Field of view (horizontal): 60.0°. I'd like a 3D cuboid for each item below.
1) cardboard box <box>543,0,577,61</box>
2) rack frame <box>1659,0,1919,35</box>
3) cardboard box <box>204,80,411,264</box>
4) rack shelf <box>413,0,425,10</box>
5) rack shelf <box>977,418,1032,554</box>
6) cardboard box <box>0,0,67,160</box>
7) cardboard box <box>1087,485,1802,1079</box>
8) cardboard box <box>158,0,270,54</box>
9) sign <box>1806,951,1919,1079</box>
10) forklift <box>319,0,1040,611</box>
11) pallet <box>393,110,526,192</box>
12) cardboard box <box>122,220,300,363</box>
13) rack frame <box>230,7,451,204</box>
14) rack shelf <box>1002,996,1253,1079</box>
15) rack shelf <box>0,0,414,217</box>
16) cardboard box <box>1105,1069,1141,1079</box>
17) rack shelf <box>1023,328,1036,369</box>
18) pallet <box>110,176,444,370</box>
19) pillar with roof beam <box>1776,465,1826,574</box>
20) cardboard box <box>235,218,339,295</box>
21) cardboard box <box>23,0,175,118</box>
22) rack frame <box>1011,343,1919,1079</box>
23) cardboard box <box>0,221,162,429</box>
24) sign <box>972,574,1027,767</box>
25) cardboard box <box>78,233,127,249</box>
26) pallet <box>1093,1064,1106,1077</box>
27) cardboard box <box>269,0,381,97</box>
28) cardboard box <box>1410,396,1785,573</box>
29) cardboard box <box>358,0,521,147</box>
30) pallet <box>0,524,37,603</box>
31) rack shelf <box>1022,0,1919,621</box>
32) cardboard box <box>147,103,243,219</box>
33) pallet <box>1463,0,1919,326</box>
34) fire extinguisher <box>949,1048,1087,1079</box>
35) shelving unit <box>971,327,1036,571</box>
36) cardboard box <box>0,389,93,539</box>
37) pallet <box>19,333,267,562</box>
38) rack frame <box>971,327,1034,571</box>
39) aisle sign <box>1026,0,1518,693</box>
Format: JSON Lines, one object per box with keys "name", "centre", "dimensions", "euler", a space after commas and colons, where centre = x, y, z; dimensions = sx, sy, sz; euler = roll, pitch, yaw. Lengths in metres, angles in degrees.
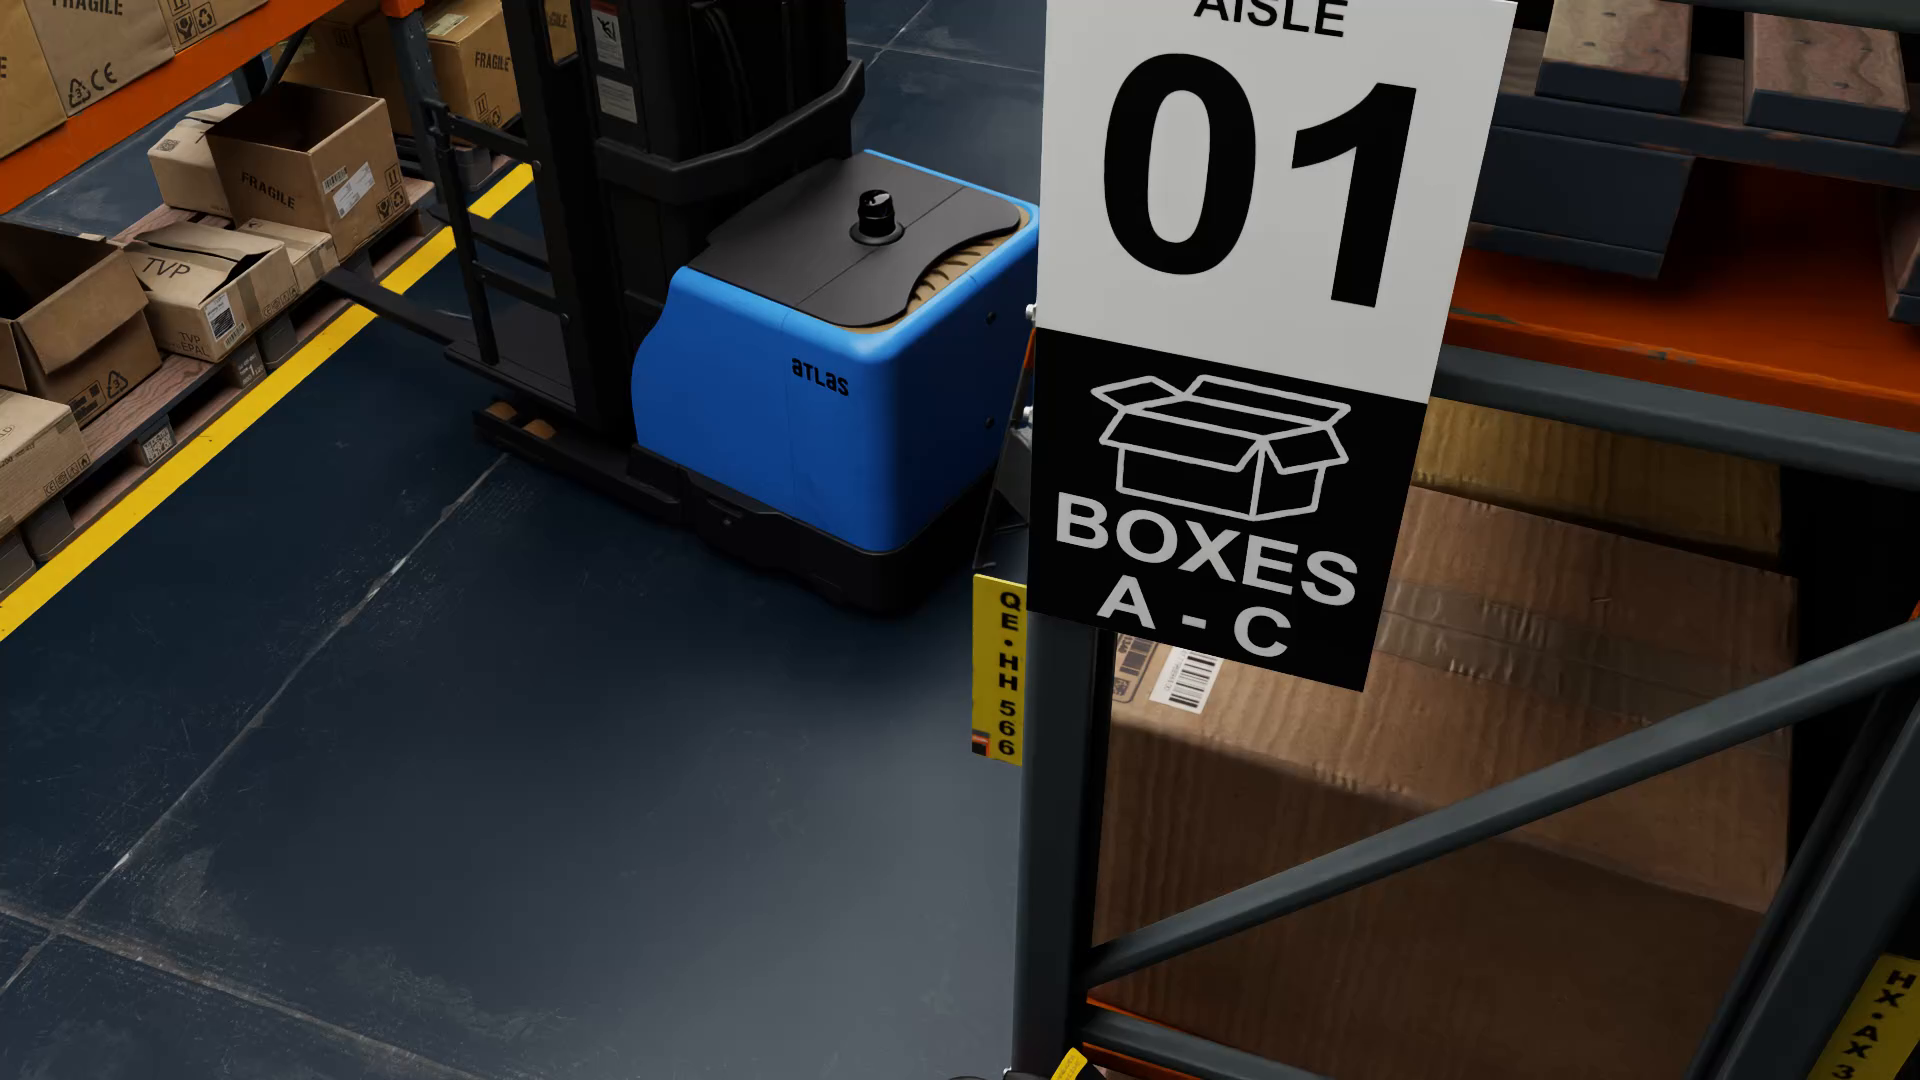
{"name": "cardboard box", "centre": [-2.153, -2.485, 7.939], "dimensions": [0.500, 0.500, 0.500], "euler": [14, 42, 16]}
{"name": "rack frame", "centre": [0.569, -1.446, 0.511], "dimensions": [1.000, 3.000, 0.127], "euler": [13, 42, 15]}
{"name": "cardboard box", "centre": [-2.648, -1.506, 6.791], "dimensions": [0.500, 0.500, 0.500], "euler": [13, 42, 15]}
{"name": "rack shelf", "centre": [-2.036, -3.646, 8.267], "dimensions": [1.077, 0.370, 4.000], "euler": [13, 42, 15]}
{"name": "rack shelf", "centre": [0.397, -0.061, 5.231], "dimensions": [0.431, 0.518, 0.480], "euler": [-10, 41, -31]}
{"name": "cardboard box", "centre": [-3.169, -1.436, 5.046], "dimensions": [0.500, 0.500, 0.500], "euler": [14, 42, 16]}
{"name": "cardboard box", "centre": [0.734, 0.409, 2.728], "dimensions": [0.980, 0.700, 0.700], "euler": [15, 43, 17]}
{"name": "cardboard box", "centre": [-2.824, -2.062, 5.778], "dimensions": [0.500, 0.500, 0.500], "euler": [14, 43, 16]}
{"name": "sign", "centre": [1.089, 0.604, 2.003], "dimensions": [0.100, 0.325, 0.005], "euler": [13, 42, 15]}
{"name": "forklift", "centre": [-1.176, -1.643, 5.417], "dimensions": [3.031, 2.935, 1.130], "euler": [24, 46, 26]}
{"name": "pallet", "centre": [-2.477, -2.144, 8.100], "dimensions": [1.003, 0.211, 1.213], "euler": [13, 42, 15]}
{"name": "cardboard box", "centre": [-2.904, -0.977, 6.316], "dimensions": [0.500, 0.311, 0.500], "euler": [13, 42, 15]}
{"name": "rack frame", "centre": [-2.719, -2.700, 6.604], "dimensions": [1.000, 3.000, 0.127], "euler": [13, 42, 15]}
{"name": "rack shelf", "centre": [1.253, -0.109, 4.121], "dimensions": [1.077, 0.370, 4.000], "euler": [13, 42, 15]}
{"name": "rack shelf", "centre": [-3.403, -1.207, 5.407], "dimensions": [1.077, 0.370, 4.000], "euler": [13, 42, 15]}
{"name": "cardboard box", "centre": [0.714, 1.179, 3.660], "dimensions": [0.700, 0.500, 0.500], "euler": [13, 42, 15]}
{"name": "rack shelf", "centre": [0.532, -0.623, 4.836], "dimensions": [0.431, 0.518, 0.480], "euler": [-10, 41, -31]}
{"name": "pallet", "centre": [-2.955, -1.221, 7.018], "dimensions": [1.003, 0.211, 1.213], "euler": [13, 42, 15]}
{"name": "pillar with roof beam", "centre": [-1.535, -4.222, 3.765], "dimensions": [9.100, 9.000, 0.400], "euler": [13, 42, 15]}
{"name": "cardboard box", "centre": [-2.720, -1.130, 6.621], "dimensions": [0.380, 0.149, 0.250], "euler": [13, 42, 15]}
{"name": "cardboard box", "centre": [-2.998, -1.748, 5.410], "dimensions": [0.500, 0.500, 0.500], "euler": [14, 42, 16]}
{"name": "rack frame", "centre": [0.569, 0.837, 2.458], "dimensions": [1.000, 3.000, 0.127], "euler": [13, 42, 15]}
{"name": "cardboard box", "centre": [-3.357, -0.771, 5.927], "dimensions": [0.797, 0.503, 0.637], "euler": [13, 42, 15]}
{"name": "sign", "centre": [0.064, 0.177, 2.157], "dimensions": [0.100, 0.325, 0.005], "euler": [13, 42, 15]}
{"name": "cardboard box", "centre": [-3.353, -1.052, 6.516], "dimensions": [0.380, 0.166, 0.250], "euler": [13, 42, 15]}
{"name": "pallet", "centre": [0.769, 1.393, 3.955], "dimensions": [1.003, 0.211, 1.213], "euler": [13, 42, 15]}
{"name": "cardboard box", "centre": [-2.820, -2.281, 7.700], "dimensions": [0.500, 0.500, 0.500], "euler": [13, 42, 15]}
{"name": "cardboard box", "centre": [0.972, -0.037, 3.251], "dimensions": [0.980, 0.700, 0.700], "euler": [13, 42, 15]}
{"name": "cardboard box", "centre": [-2.325, -2.157, 7.555], "dimensions": [0.500, 0.500, 0.500], "euler": [11, 42, 13]}
{"name": "pallet", "centre": [-3.790, 0.268, 5.274], "dimensions": [1.003, 0.211, 1.213], "euler": [13, 42, 15]}
{"name": "rack shelf", "centre": [1.253, -1.251, 3.148], "dimensions": [1.077, 0.370, 4.000], "euler": [13, 42, 15]}
{"name": "cardboard box", "centre": [-3.066, -1.637, 7.090], "dimensions": [0.500, 0.311, 0.500], "euler": [13, 42, 15]}
{"name": "pallet", "centre": [0.813, -0.725, 2.046], "dimensions": [1.003, 0.211, 1.213], "euler": [13, 42, 15]}
{"name": "fire extinguisher", "centre": [0.084, 0.998, 2.617], "dimensions": [0.296, 0.674, 0.183], "euler": [13, 42, 15]}
{"name": "shelving unit", "centre": [0.535, -0.634, 4.828], "dimensions": [0.431, 2.100, 0.503], "euler": [-10, 41, -31]}
{"name": "cardboard box", "centre": [-3.293, -0.260, 5.524], "dimensions": [0.500, 0.250, 0.500], "euler": [13, 42, 15]}
{"name": "pallet", "centre": [-3.371, -0.474, 6.143], "dimensions": [1.003, 0.211, 1.213], "euler": [13, 42, 15]}
{"name": "rack frame", "centre": [0.415, -0.774, 4.987], "dimensions": [0.400, 2.100, 0.015], "euler": [-10, 41, -31]}
{"name": "aisle sign", "centre": [0.263, -0.175, 1.641], "dimensions": [0.394, 0.787, 0.004], "euler": [13, 42, 15]}
